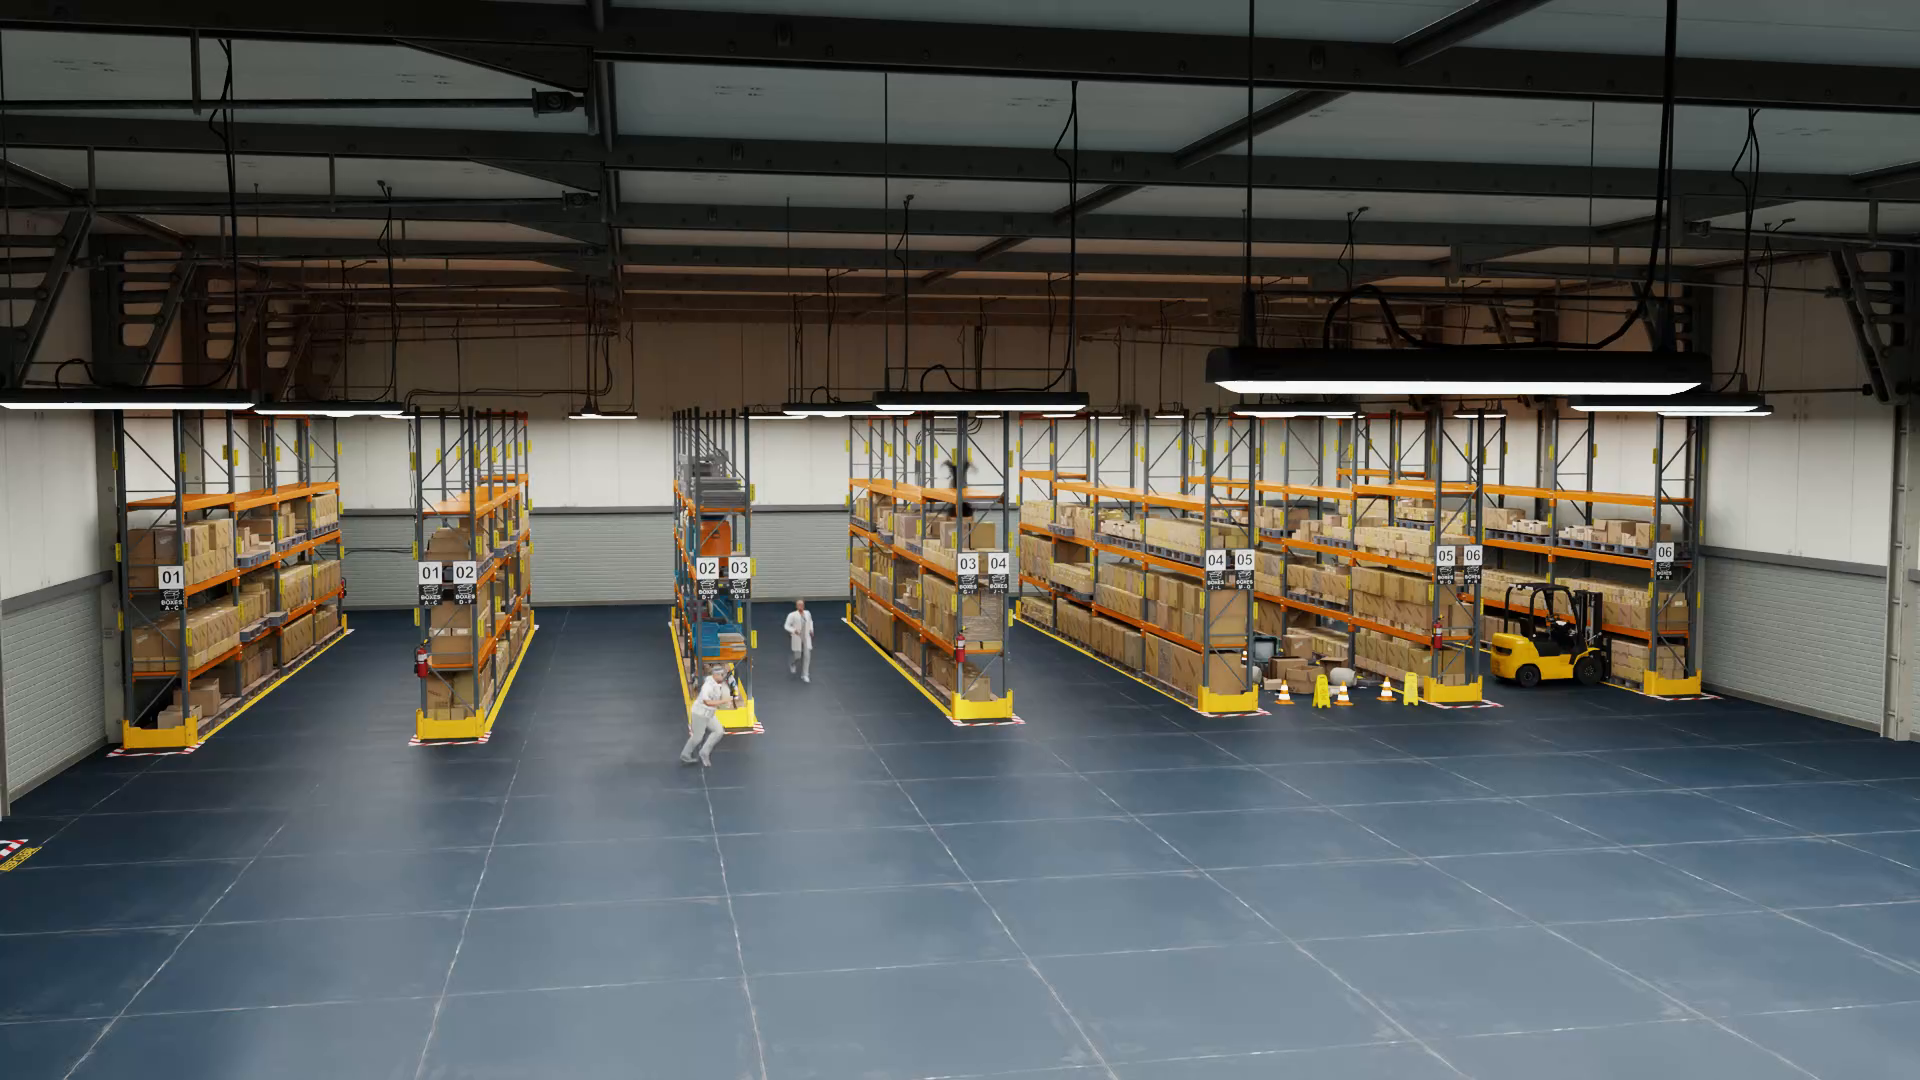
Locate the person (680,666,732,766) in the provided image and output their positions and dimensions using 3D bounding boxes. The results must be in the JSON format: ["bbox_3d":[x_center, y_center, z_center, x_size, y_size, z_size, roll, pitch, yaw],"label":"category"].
[{"bbox_3d":[-4.228,2.940,27.699,0.926,1.734,0.670,1,4,14],"label":"person"}]

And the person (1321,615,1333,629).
[{"bbox_3d":[9.977,1.626,45.396,0.656,1.757,0.812,-2,4,-21],"label":"person"}]

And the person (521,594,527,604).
[{"bbox_3d":[-12.710,1.458,47.867,0.885,1.745,0.681,2,5,31],"label":"person"}]

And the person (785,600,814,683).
[{"bbox_3d":[-3.539,2.228,36.893,0.719,1.790,0.911,-2,5,-26],"label":"person"}]
